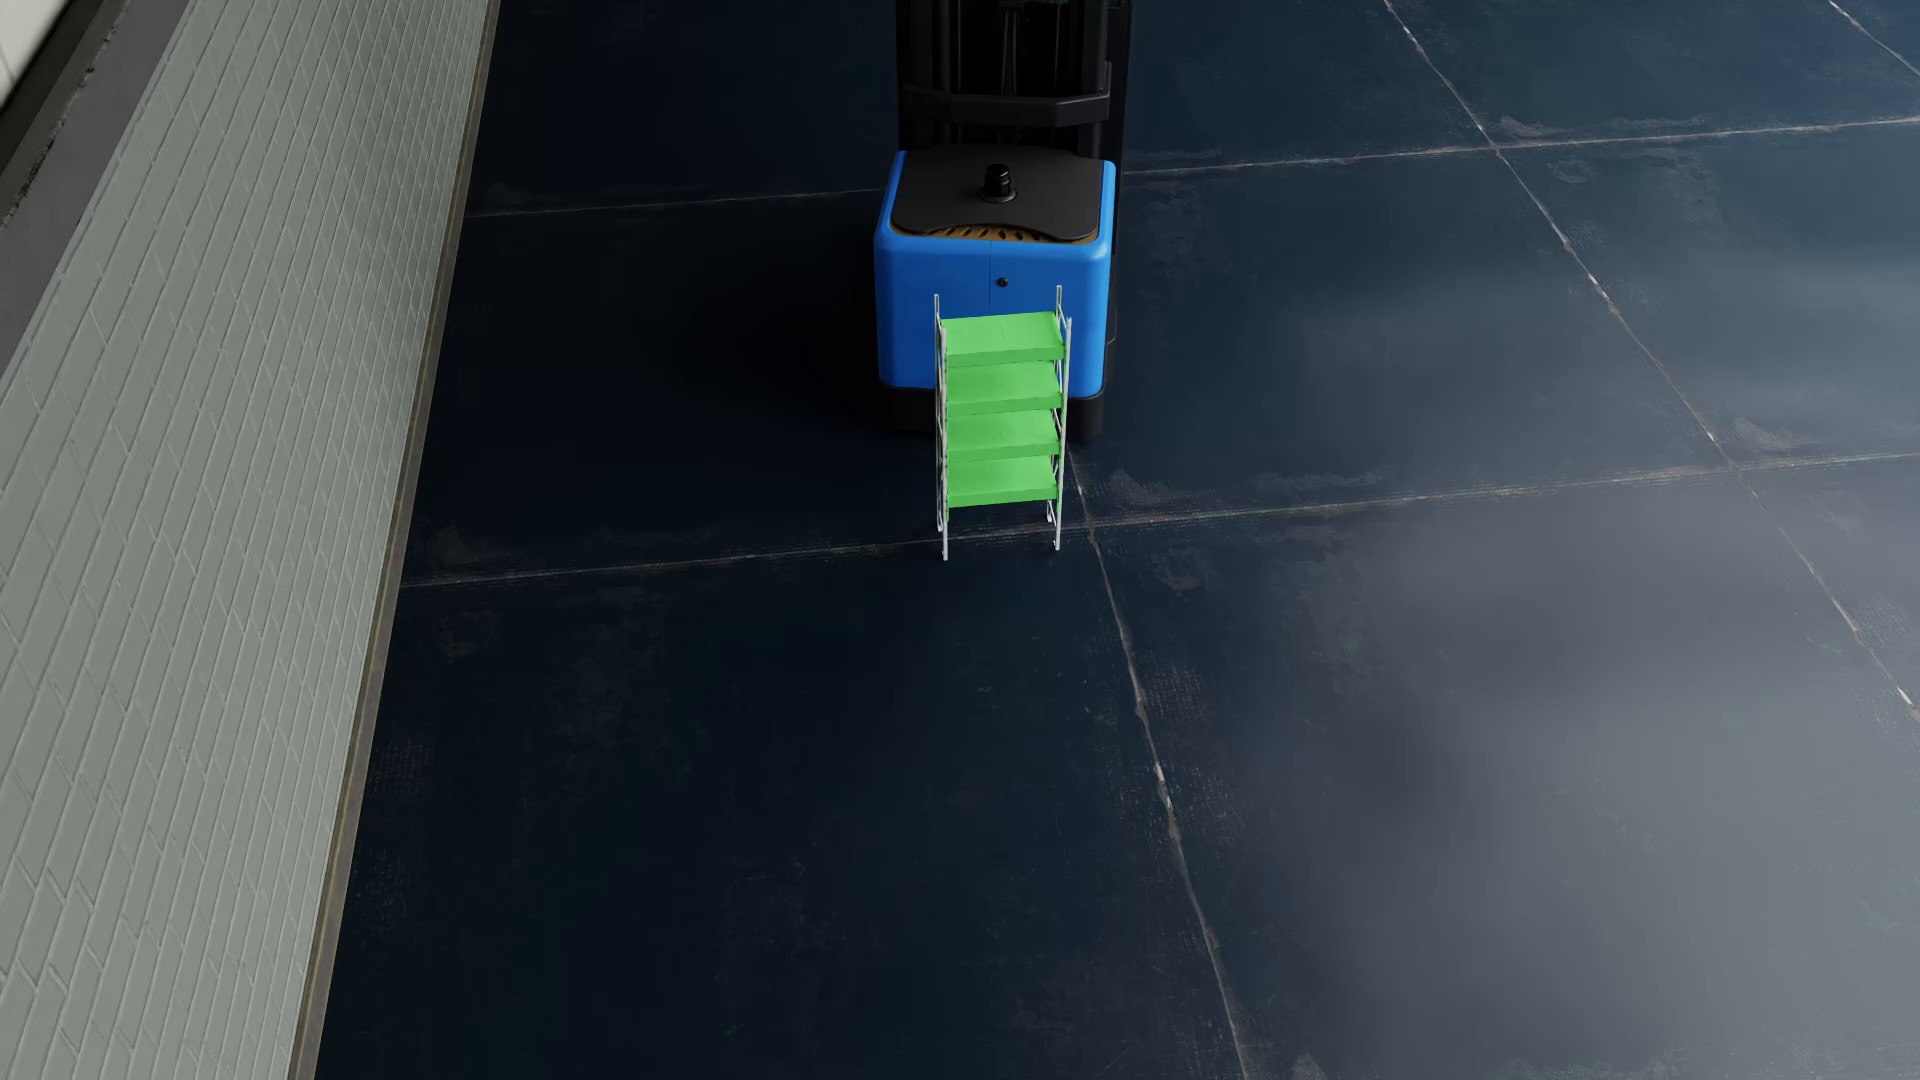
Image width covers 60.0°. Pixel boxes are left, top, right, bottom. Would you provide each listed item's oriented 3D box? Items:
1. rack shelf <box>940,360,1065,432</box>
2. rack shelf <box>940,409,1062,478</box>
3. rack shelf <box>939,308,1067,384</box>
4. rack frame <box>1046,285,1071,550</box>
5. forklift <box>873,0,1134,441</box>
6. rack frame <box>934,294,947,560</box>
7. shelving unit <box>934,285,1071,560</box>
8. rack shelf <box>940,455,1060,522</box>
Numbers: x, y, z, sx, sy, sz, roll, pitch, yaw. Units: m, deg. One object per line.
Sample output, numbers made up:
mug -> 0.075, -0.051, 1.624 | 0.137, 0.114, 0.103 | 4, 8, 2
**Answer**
rack shelf -> 0.164, -0.591, 6.746 | 0.480, 0.148, 0.258 | -5, 42, -6
rack shelf -> 0.164, -0.412, 6.907 | 0.480, 0.148, 0.258 | -5, 42, -6
rack shelf -> 0.164, -0.769, 6.585 | 0.480, 0.148, 0.258 | -5, 42, -6
rack frame -> 0.406, -0.481, 6.888 | 0.015, 1.200, 0.240 | -5, 42, -6
forklift -> 0.272, -2.526, 7.863 | 1.130, 2.935, 3.031 | 4, 42, 4
rack frame -> -0.078, -0.439, 6.841 | 0.015, 1.200, 0.240 | -5, 42, -6
shelving unit -> 0.164, -0.460, 6.864 | 0.503, 1.200, 0.258 | -5, 42, -6
rack shelf -> 0.164, -0.234, 7.068 | 0.480, 0.148, 0.258 | -5, 42, -6
